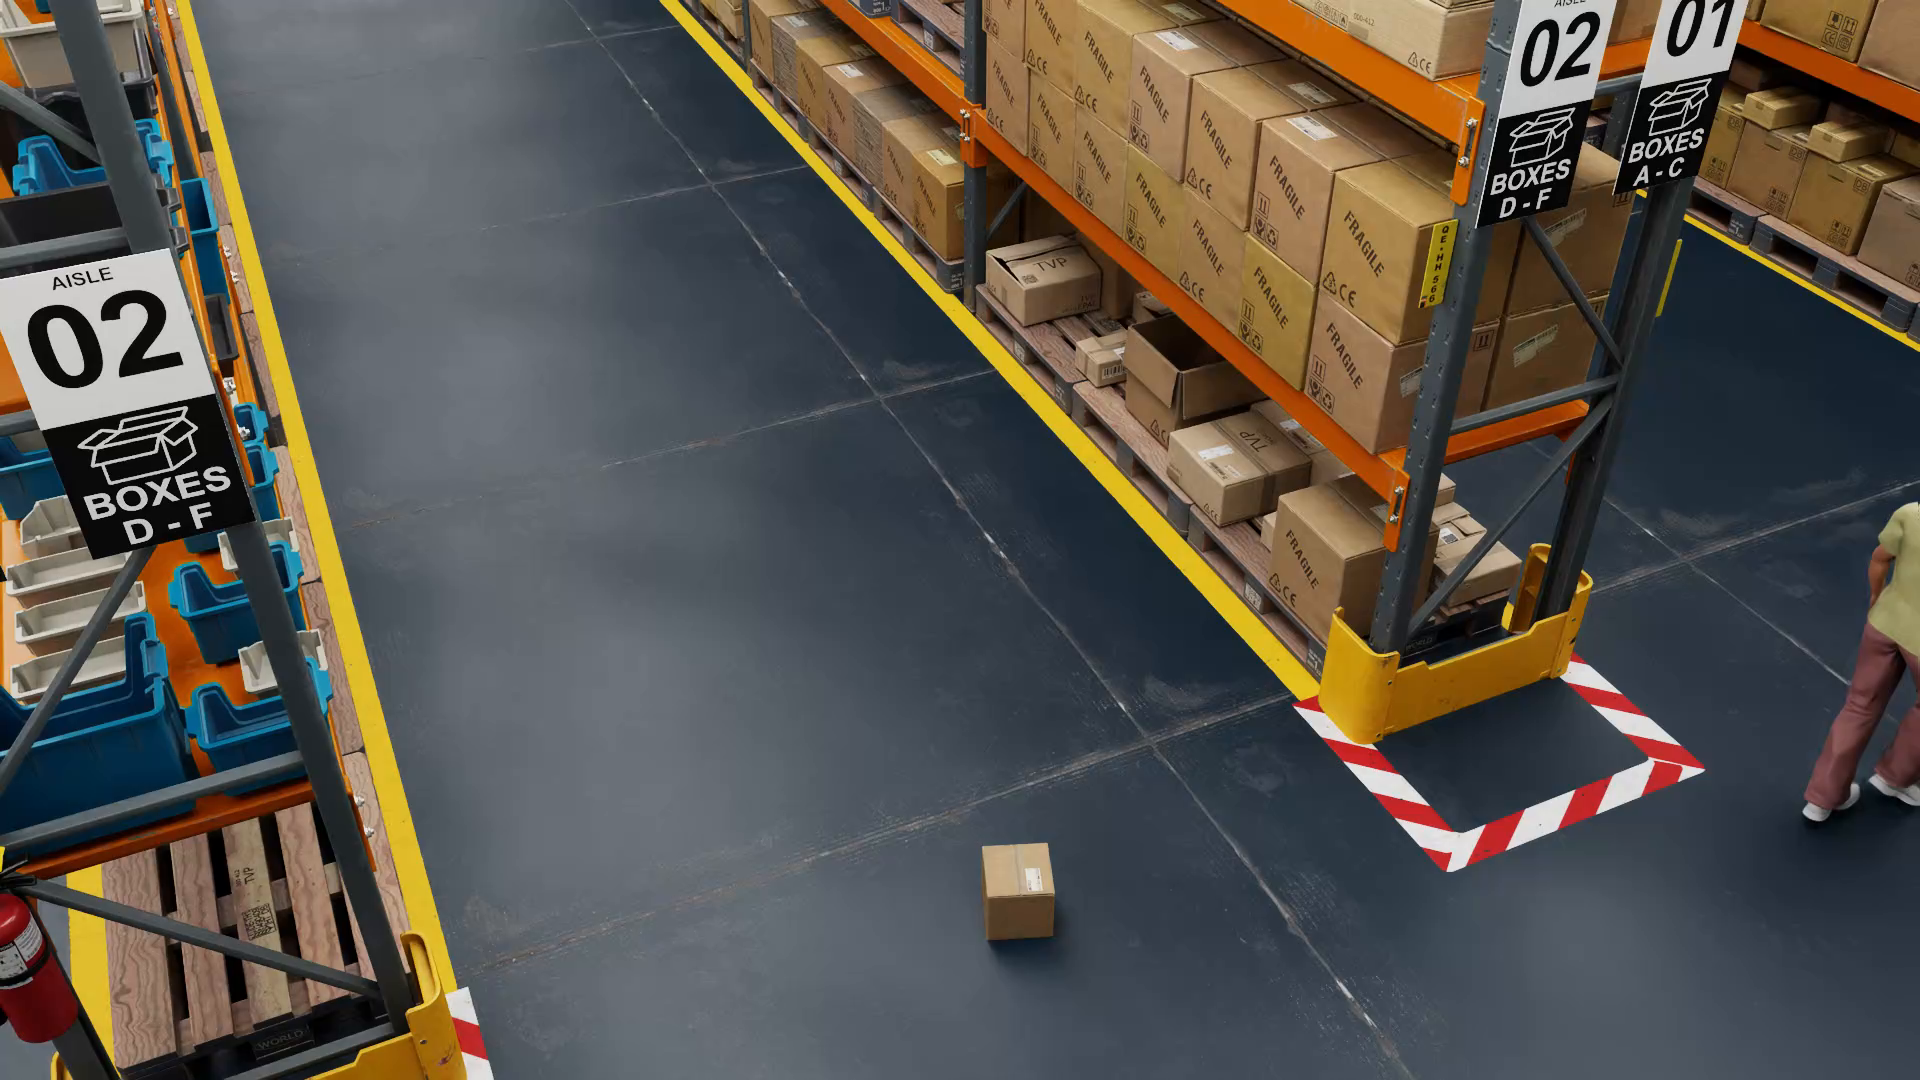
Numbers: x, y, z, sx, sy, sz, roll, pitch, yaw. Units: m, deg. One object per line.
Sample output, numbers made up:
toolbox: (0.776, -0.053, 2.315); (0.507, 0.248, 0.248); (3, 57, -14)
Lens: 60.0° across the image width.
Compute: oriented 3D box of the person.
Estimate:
person: (3.624, 0.383, 6.370); (0.600, 1.719, 0.474); (-22, 42, -26)
